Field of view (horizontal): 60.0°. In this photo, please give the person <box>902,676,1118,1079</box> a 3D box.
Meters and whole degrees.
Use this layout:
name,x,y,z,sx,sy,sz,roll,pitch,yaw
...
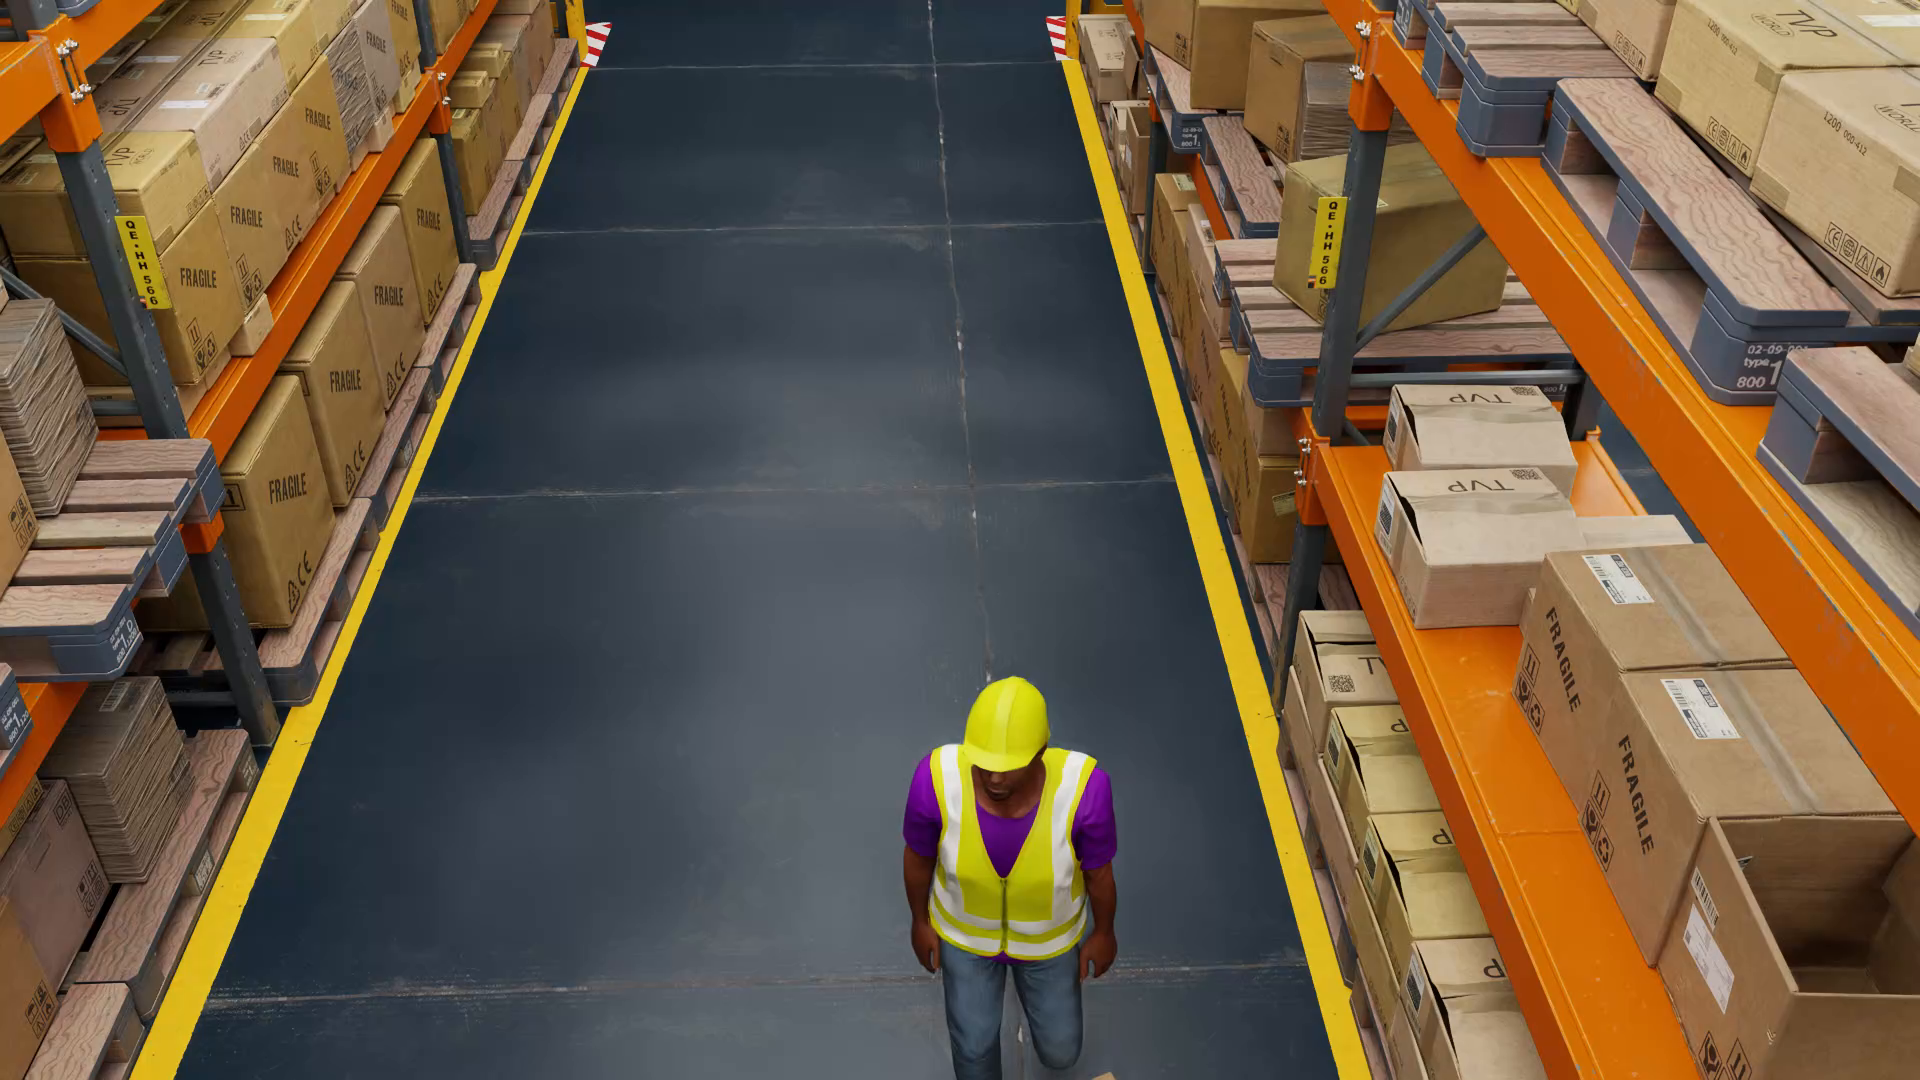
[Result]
name,x,y,z,sx,sy,sz,roll,pitch,yaw
person,0.146,1.017,4.642,0.597,1.752,0.615,3,35,4
